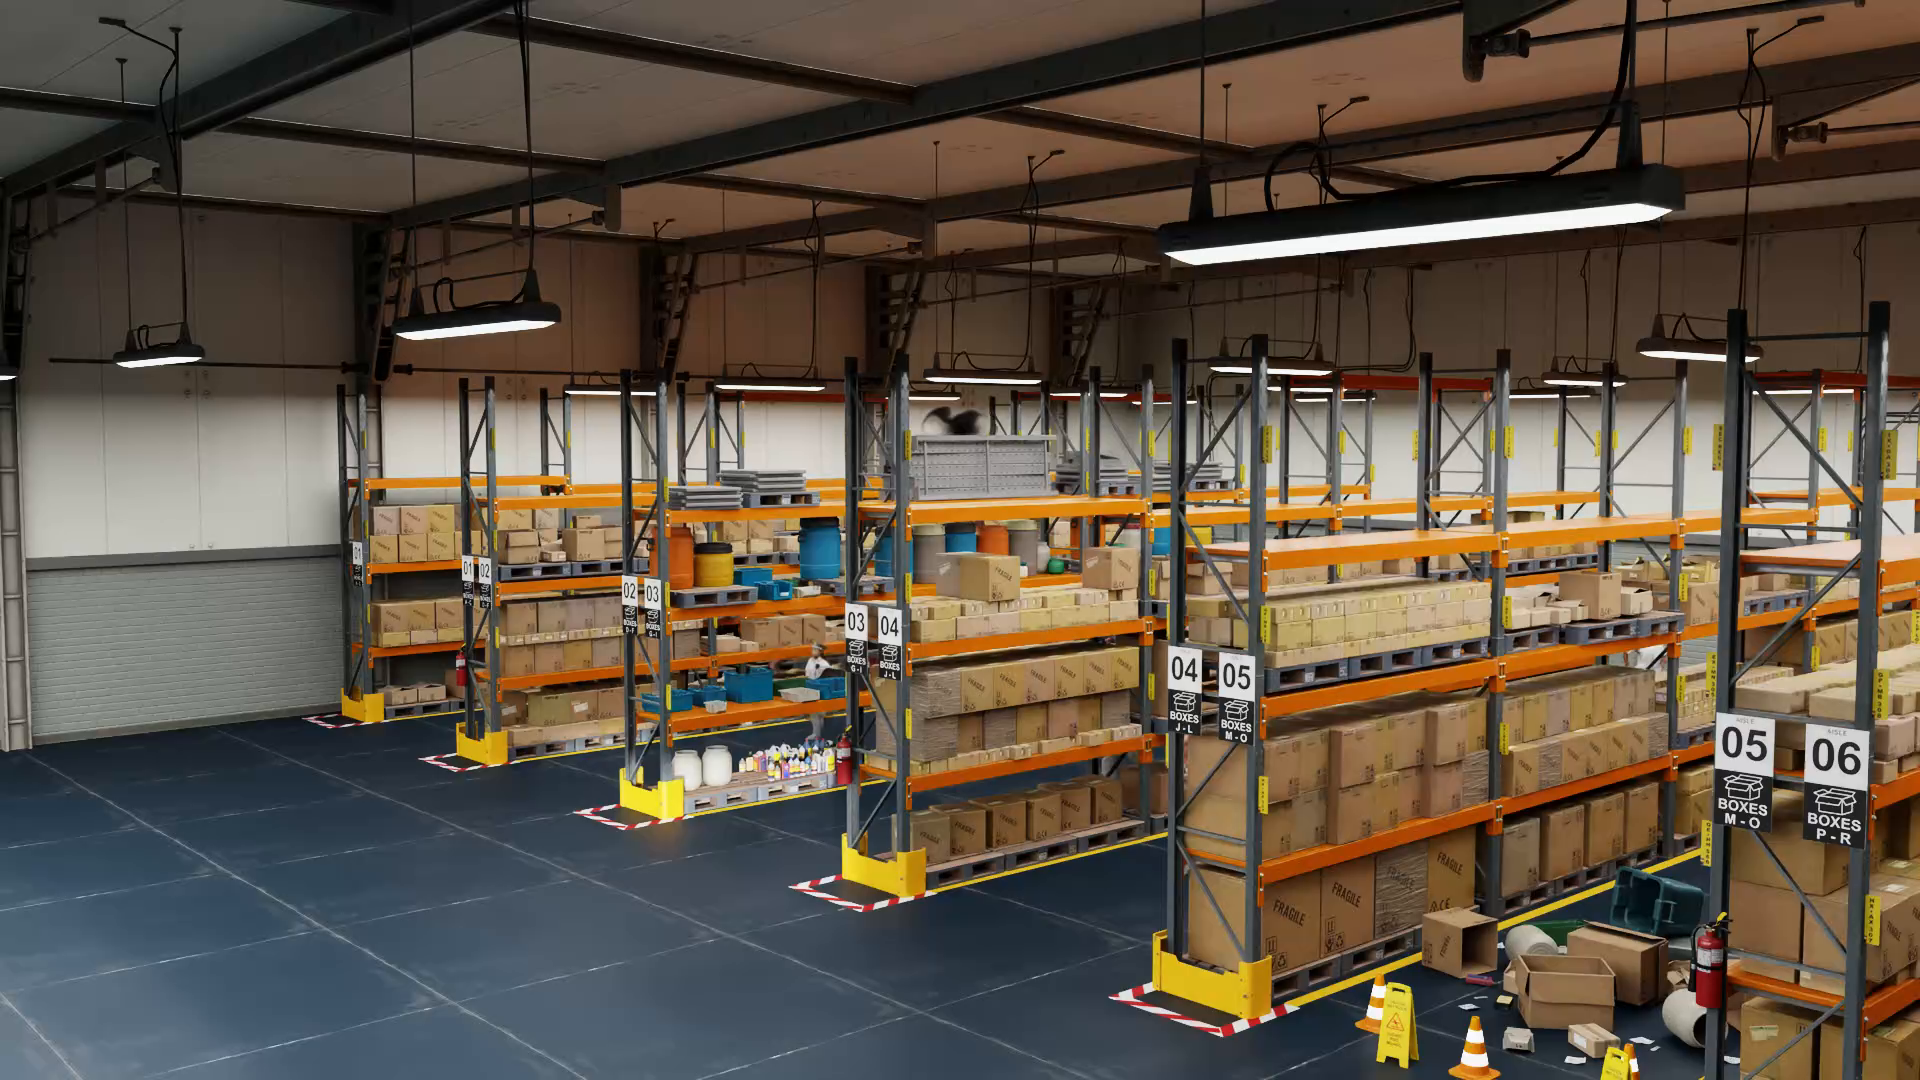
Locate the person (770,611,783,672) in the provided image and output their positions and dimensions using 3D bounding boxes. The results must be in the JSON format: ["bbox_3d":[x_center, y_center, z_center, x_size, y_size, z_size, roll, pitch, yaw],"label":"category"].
[{"bbox_3d":[-3.588,2.204,32.472,0.564,1.645,0.577,3,5,39],"label":"person"}]

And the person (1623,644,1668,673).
[{"bbox_3d":[12.105,2.390,29.261,0.736,1.835,0.734,0,4,-4],"label":"person"}]

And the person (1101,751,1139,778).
[{"bbox_3d":[2.355,2.780,23.856,0.570,1.666,1.082,3,5,43],"label":"person"}]

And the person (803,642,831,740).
[{"bbox_3d":[-2.407,2.520,27.884,0.629,1.652,0.555,3,5,40],"label":"person"}]

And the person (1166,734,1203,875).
[{"bbox_3d":[2.654,3.035,19.116,0.690,1.706,0.952,2,4,32],"label":"person"}]
